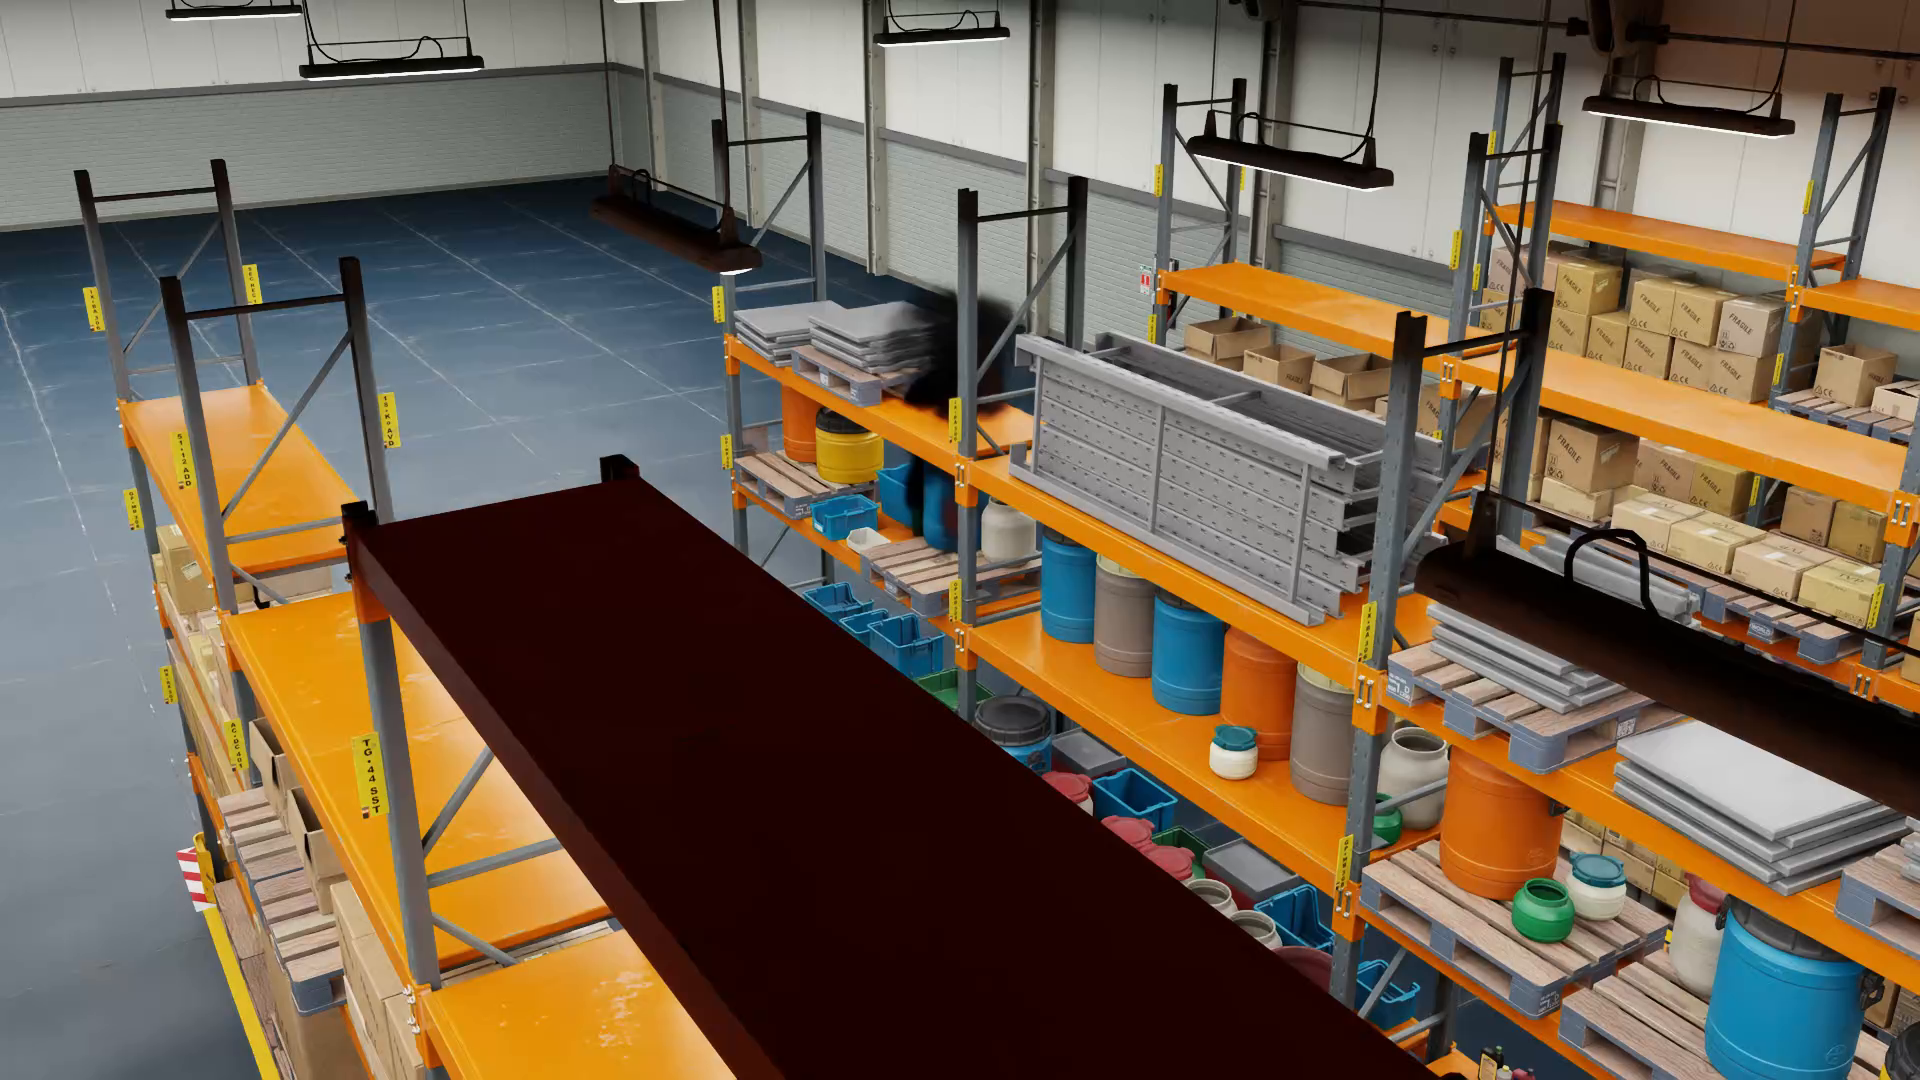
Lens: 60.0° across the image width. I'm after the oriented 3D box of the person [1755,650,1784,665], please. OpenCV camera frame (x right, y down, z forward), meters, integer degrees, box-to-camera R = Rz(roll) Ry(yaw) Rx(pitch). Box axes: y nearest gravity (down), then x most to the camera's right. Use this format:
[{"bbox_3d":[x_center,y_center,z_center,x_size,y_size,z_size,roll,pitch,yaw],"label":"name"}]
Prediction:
[{"bbox_3d":[7.445,1.532,15.390,0.501,1.616,0.817,-14,26,-31],"label":"person"}]
